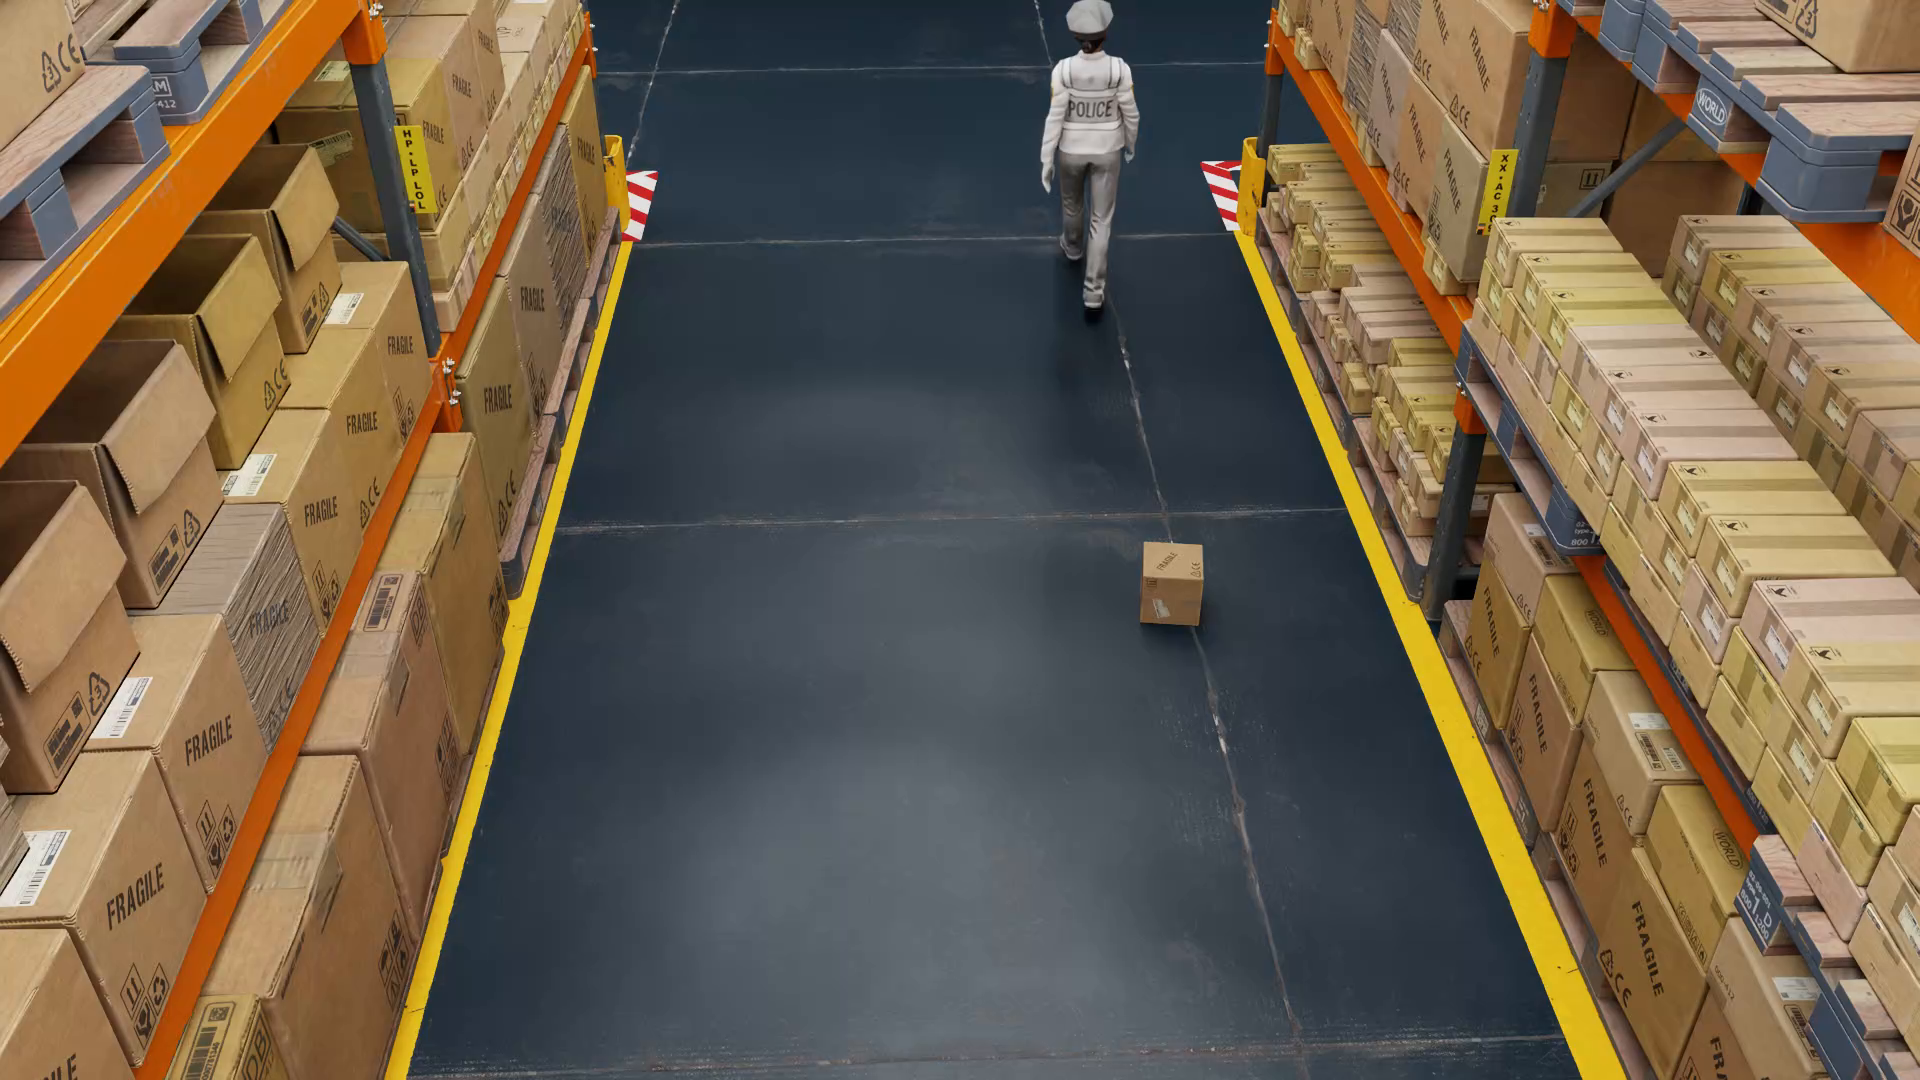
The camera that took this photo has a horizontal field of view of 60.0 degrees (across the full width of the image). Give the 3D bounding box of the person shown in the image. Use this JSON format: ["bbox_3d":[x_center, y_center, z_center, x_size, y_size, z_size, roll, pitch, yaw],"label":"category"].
[{"bbox_3d":[0.723,-2.182,9.184,0.521,1.632,1.012,5,36,7],"label":"person"}]
